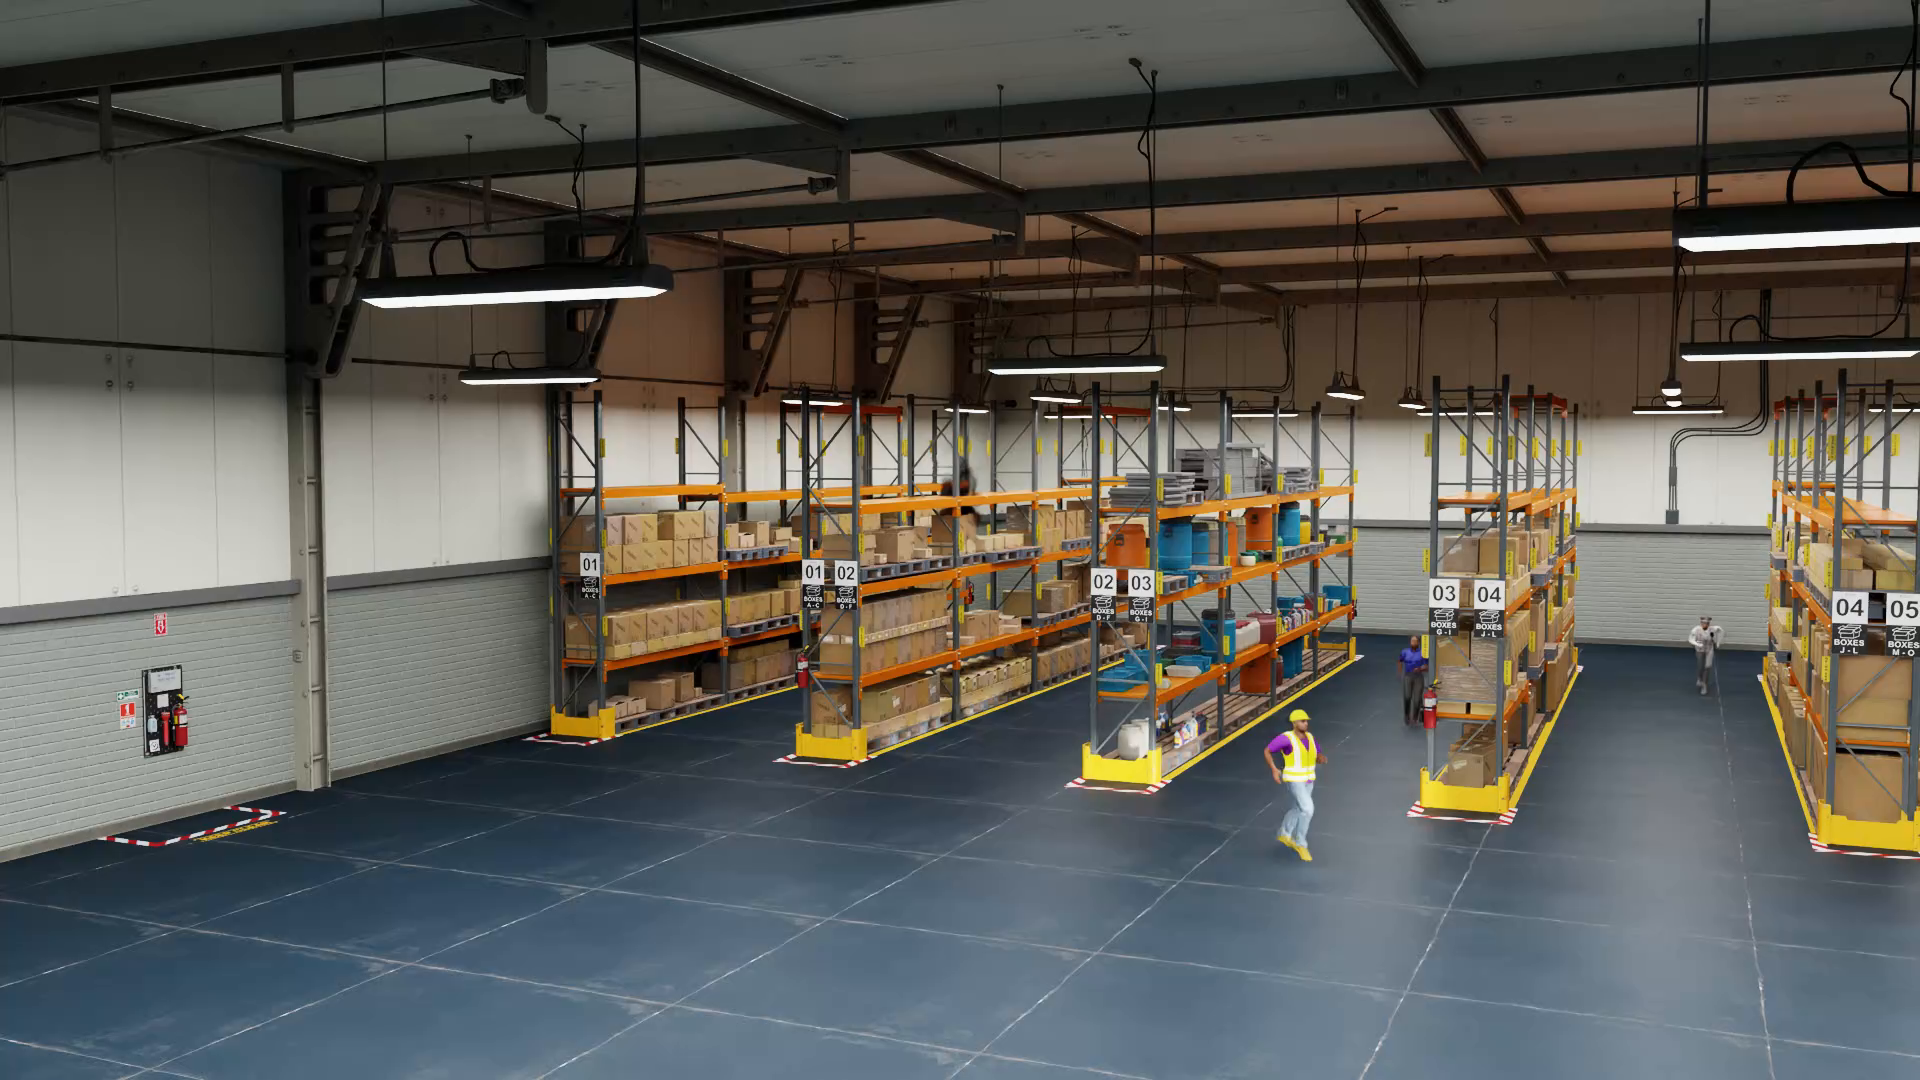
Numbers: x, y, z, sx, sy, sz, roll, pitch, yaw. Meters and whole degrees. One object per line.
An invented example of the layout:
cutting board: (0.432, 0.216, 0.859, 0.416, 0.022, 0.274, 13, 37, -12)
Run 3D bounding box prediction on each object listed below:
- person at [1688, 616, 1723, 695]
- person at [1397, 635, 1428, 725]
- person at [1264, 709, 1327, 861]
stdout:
person: (15.305, 2.345, 34.155, 0.655, 1.633, 0.949, 1, 3, 21)
person: (8.130, 2.526, 29.860, 0.550, 1.626, 0.638, 1, 3, 16)
person: (4.169, 2.996, 20.429, 0.674, 1.830, 0.764, -2, 4, -38)
